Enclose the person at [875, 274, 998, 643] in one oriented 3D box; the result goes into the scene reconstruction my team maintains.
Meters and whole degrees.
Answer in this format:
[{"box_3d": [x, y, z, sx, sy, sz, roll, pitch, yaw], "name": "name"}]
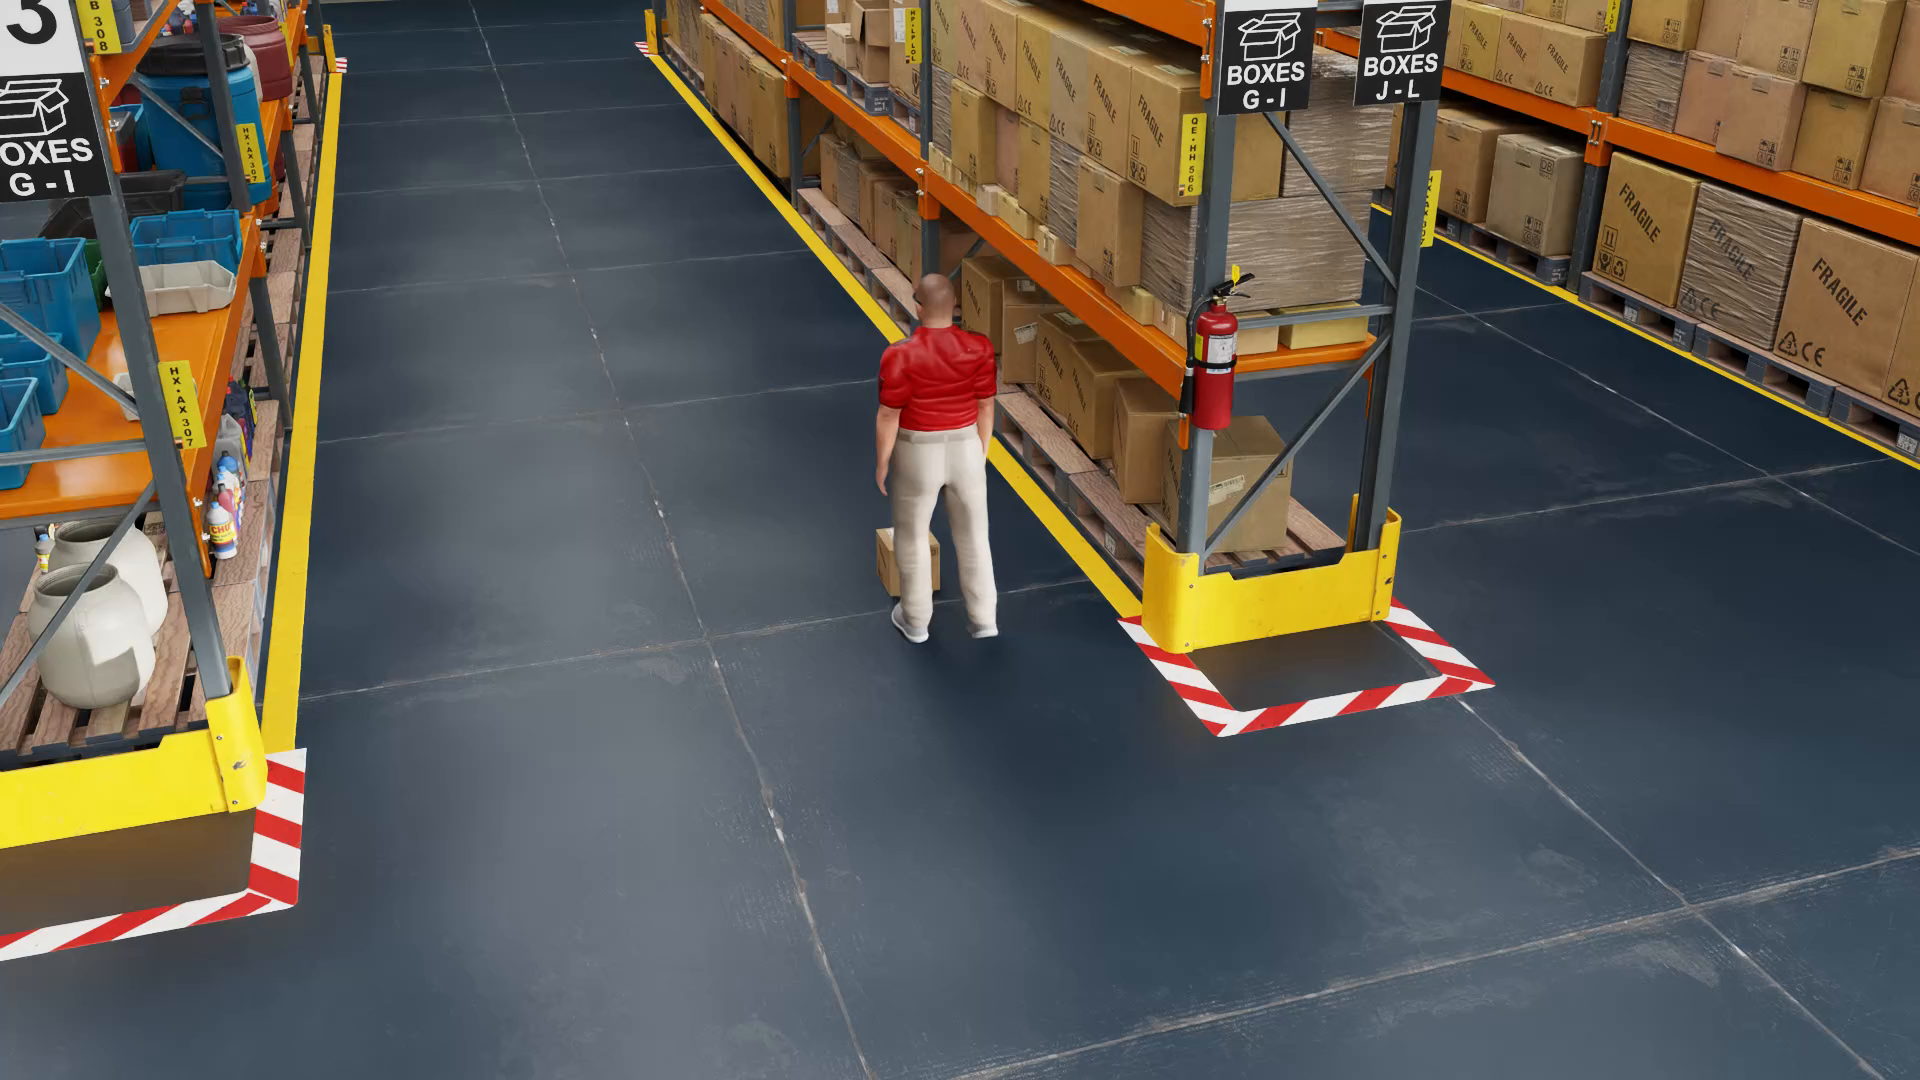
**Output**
[{"box_3d": [-0.118, -0.323, 7.369, 0.535, 1.793, 0.435, -8, 27, -16], "name": "person"}]
